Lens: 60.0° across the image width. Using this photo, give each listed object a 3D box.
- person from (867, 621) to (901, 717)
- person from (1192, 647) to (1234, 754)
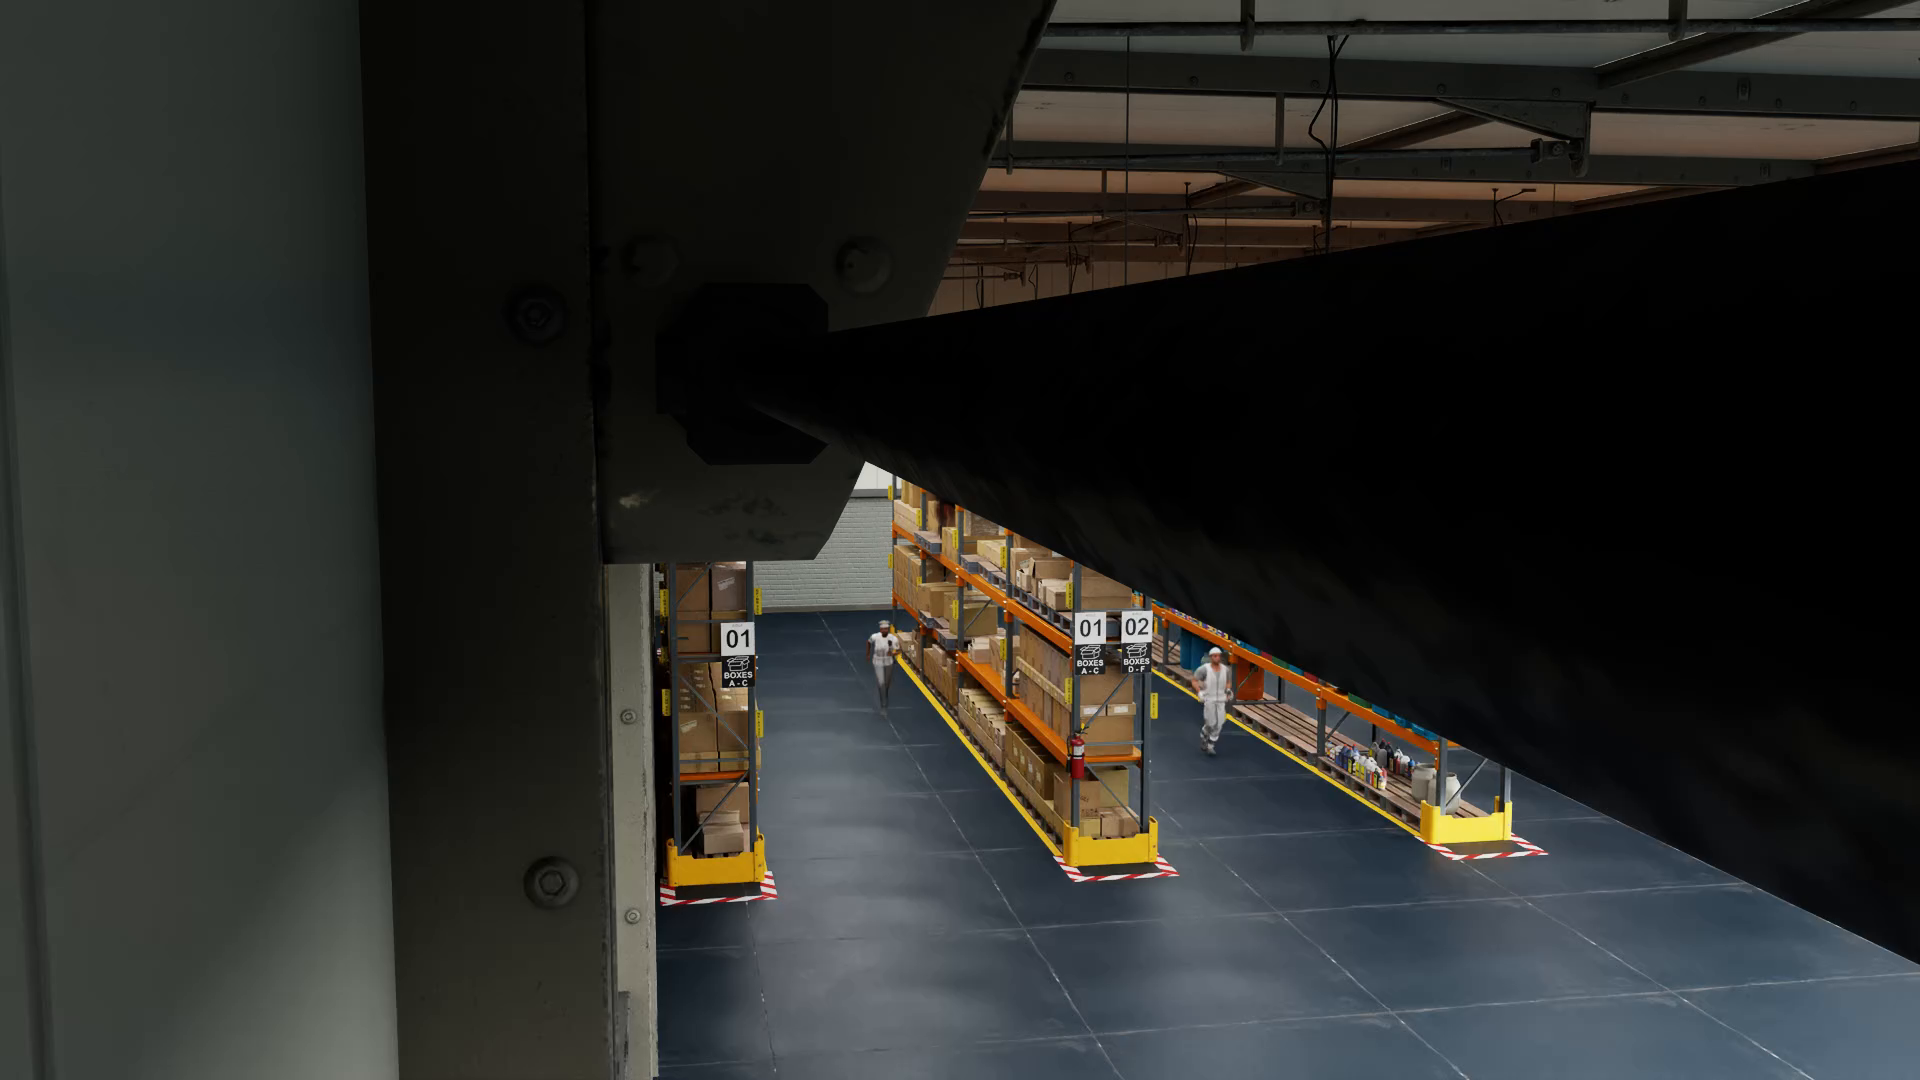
[{"bbox_3d":[-1.370,2.281,29.904,0.600,1.725,0.818,-1,6,-5],"label":"person"},{"bbox_3d":[4.073,2.584,26.574,0.634,1.739,0.570,-2,6,-14],"label":"person"}]
